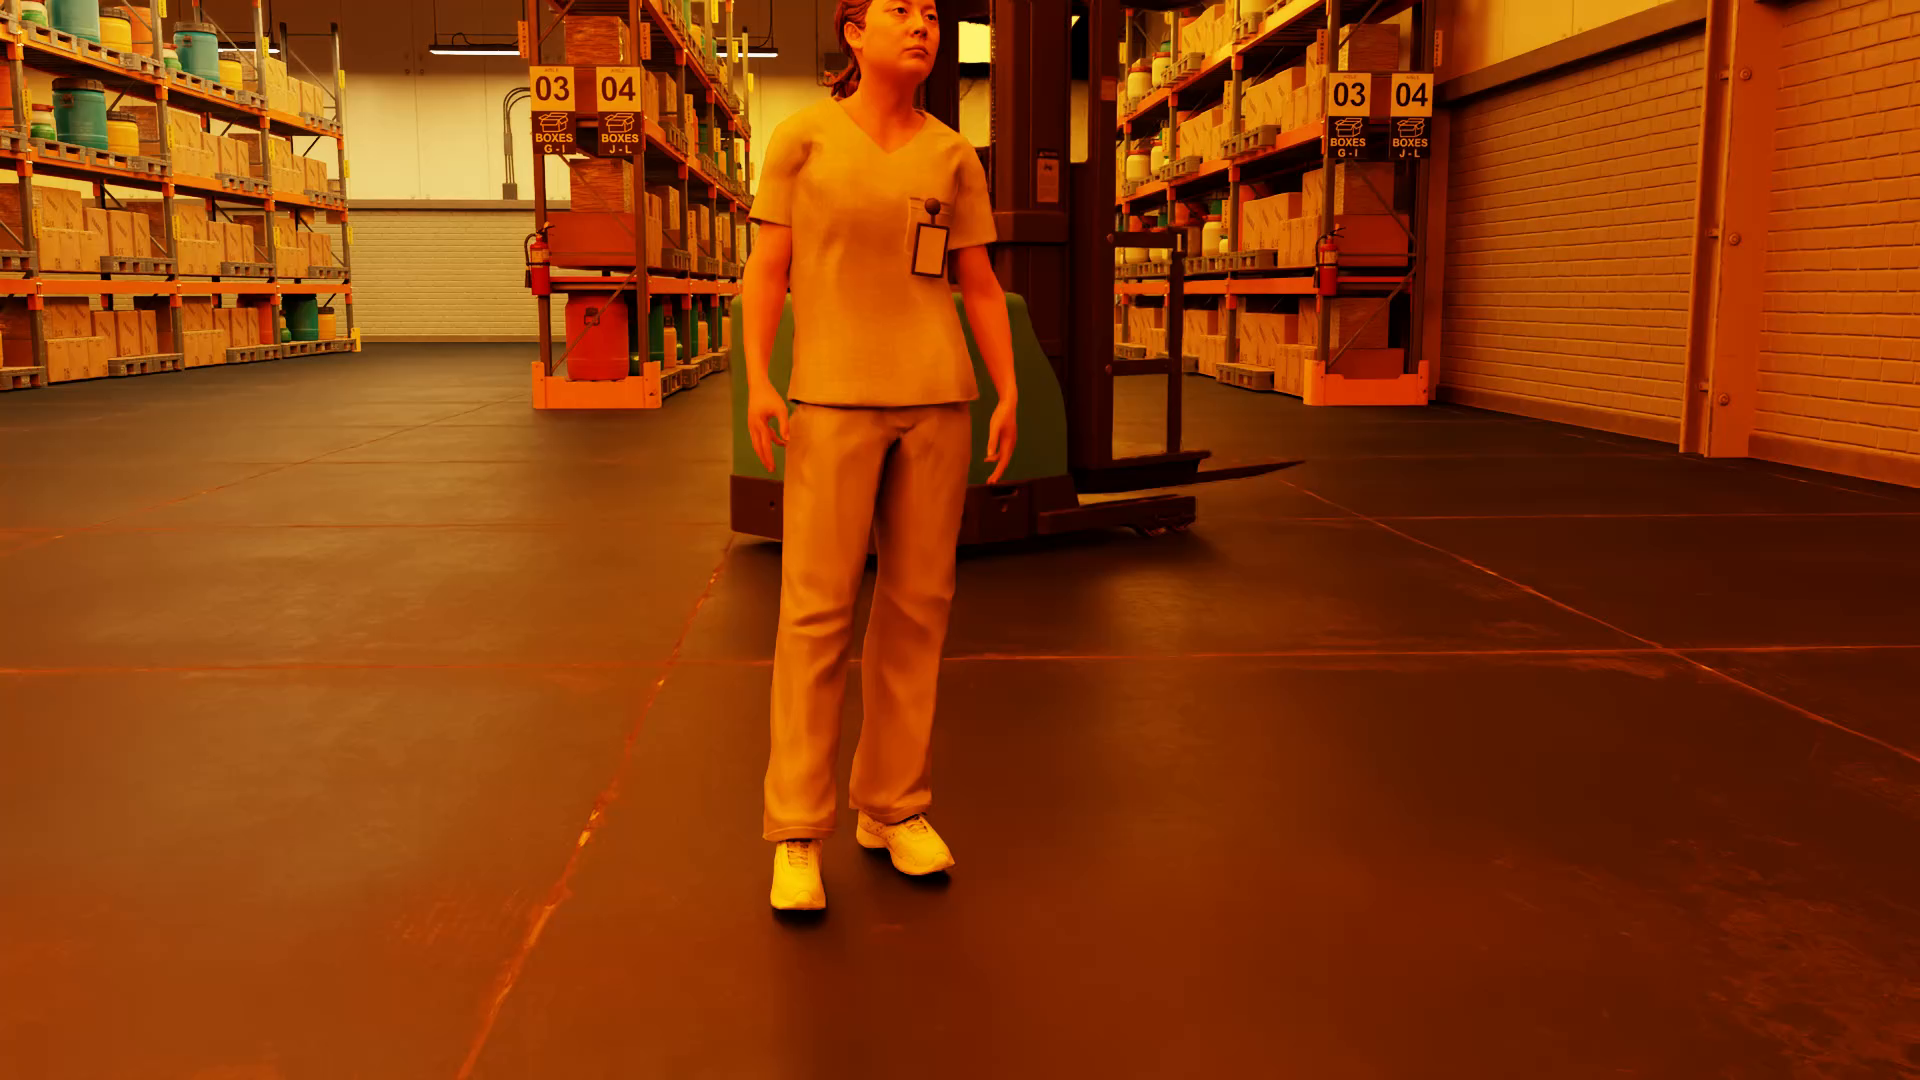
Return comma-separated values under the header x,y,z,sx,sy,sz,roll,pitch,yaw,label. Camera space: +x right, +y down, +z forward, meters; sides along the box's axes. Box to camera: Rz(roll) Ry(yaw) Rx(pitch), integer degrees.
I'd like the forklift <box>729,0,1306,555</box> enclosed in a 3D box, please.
x,y,z,sx,sy,sz,roll,pitch,yaw,label
0.439,-1.520,7.566,3.031,2.935,1.130,-8,11,-42,forklift

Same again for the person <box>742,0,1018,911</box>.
x,y,z,sx,sy,sz,roll,pitch,yaw,label
-0.134,-0.222,3.048,0.549,1.673,0.548,-3,9,-19,person
